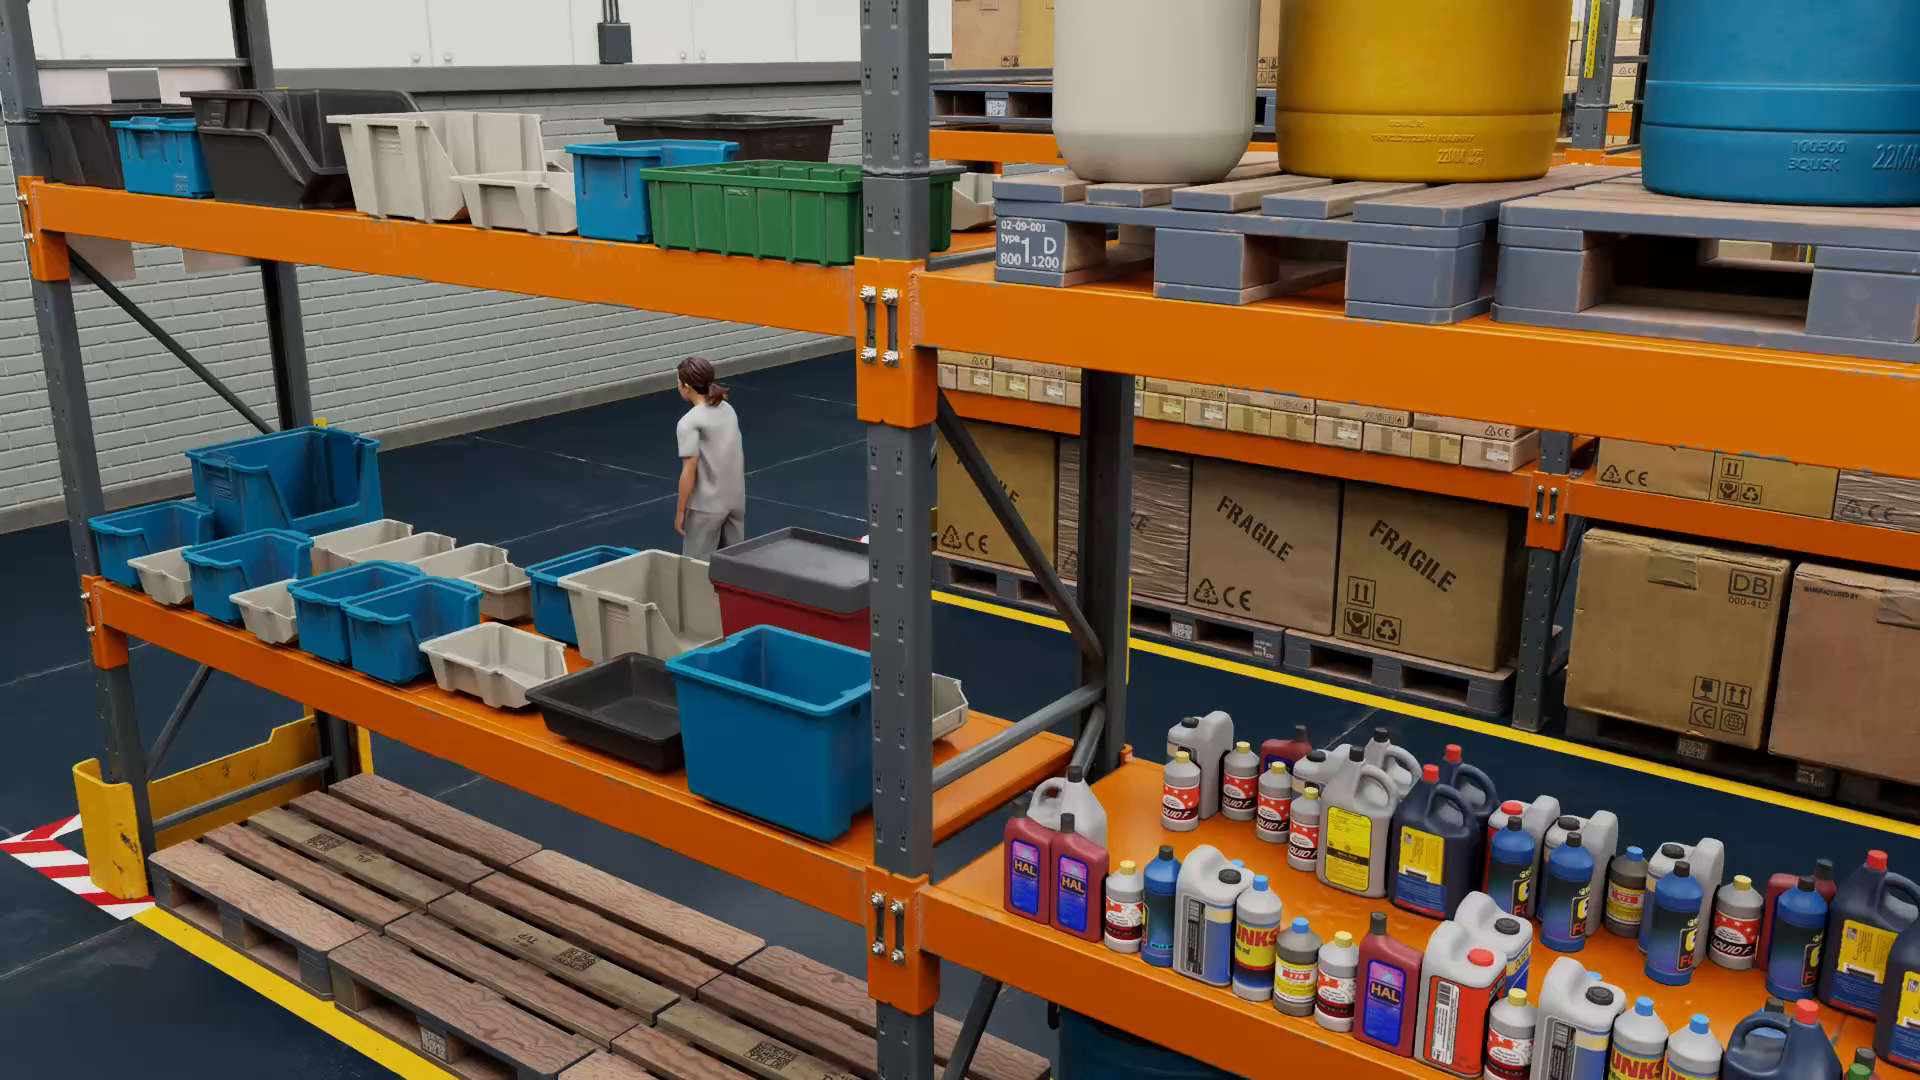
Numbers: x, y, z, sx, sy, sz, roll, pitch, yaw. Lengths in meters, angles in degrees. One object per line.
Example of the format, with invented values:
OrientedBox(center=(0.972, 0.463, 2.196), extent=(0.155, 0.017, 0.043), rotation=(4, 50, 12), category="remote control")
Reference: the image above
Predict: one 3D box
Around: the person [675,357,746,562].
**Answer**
OrientedBox(center=(-1.387, -0.185, 9.162), extent=(0.406, 1.673, 0.504), rotation=(11, 20, 33), category="person")
